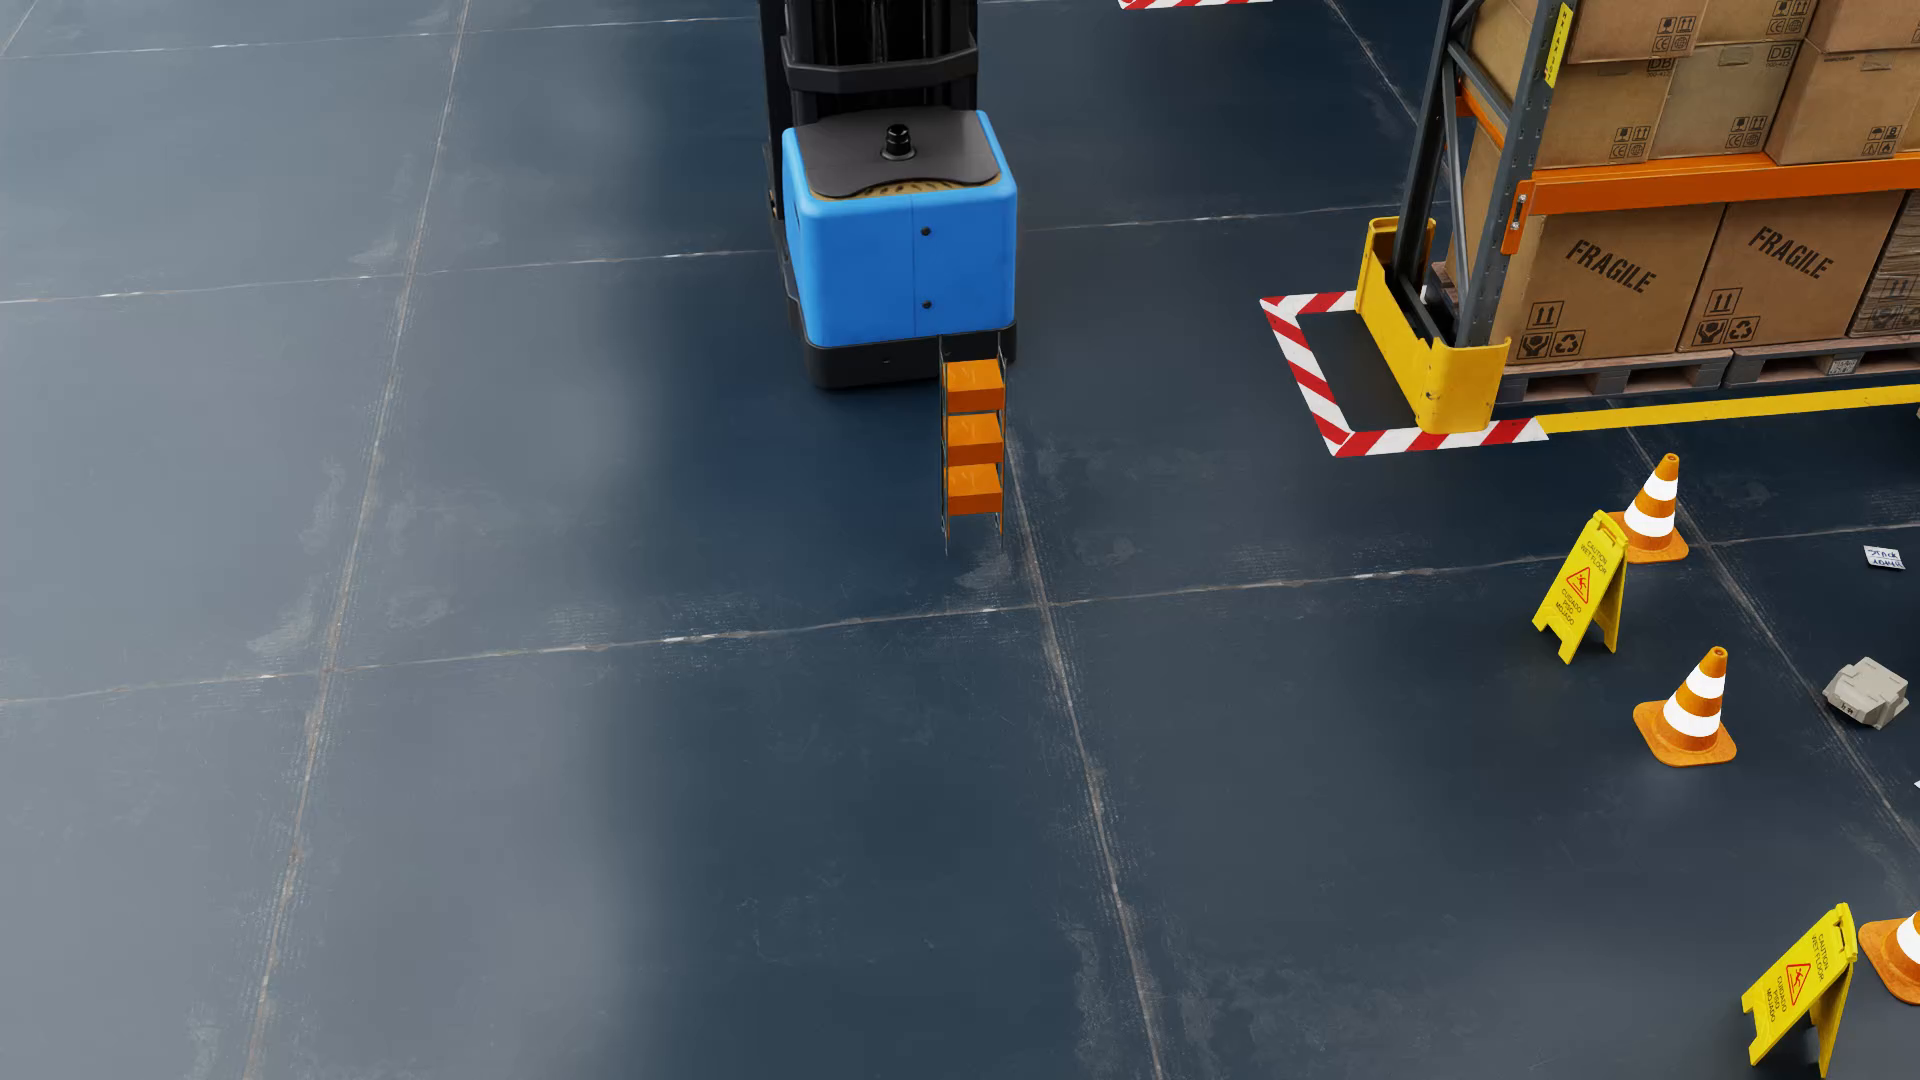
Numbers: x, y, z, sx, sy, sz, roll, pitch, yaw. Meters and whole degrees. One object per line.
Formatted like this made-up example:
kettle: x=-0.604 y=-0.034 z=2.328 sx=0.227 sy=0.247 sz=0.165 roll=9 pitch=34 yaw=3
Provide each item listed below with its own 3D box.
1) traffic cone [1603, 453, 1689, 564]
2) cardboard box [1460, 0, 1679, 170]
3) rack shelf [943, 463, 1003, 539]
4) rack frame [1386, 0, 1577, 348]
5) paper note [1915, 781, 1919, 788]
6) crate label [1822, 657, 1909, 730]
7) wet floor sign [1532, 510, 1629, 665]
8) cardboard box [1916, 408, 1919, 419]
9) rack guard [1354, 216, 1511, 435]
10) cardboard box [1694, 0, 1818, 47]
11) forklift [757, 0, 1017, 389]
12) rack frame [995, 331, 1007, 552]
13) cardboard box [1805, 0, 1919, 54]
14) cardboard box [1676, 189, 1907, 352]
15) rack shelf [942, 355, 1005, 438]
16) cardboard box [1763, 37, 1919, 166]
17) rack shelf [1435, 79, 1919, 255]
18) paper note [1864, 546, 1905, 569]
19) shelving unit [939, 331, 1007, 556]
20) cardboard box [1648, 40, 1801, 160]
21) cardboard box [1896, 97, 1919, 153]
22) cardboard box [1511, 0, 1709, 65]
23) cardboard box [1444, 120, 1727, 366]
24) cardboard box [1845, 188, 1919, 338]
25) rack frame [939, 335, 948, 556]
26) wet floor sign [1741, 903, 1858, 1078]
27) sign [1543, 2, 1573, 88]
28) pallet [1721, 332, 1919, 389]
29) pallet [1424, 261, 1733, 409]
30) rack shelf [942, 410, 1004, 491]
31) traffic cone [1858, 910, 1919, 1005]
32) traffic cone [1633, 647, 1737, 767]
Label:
traffic cone: x=3.068 y=-0.183 z=7.323 sx=0.334 sy=0.463 sz=0.336 roll=-5 pitch=42 yaw=-6
cardboard box: x=2.720 y=-2.140 z=7.486 sx=0.550 sy=0.550 sz=0.875 roll=-5 pitch=42 yaw=-6
rack shelf: x=0.053 y=-0.180 z=7.312 sx=0.240 sy=0.259 sz=0.215 roll=-5 pitch=42 yaw=-6
rack frame: x=2.358 y=-2.022 z=7.467 sx=0.127 sy=3.000 sz=1.000 roll=-5 pitch=42 yaw=-6
paper note: x=3.779 y=0.955 z=6.383 sx=0.142 sy=0.019 sz=0.148 roll=-19 pitch=45 yaw=-20
crate label: x=3.649 y=0.609 z=6.688 sx=0.298 sy=0.136 sz=0.250 roll=-27 pitch=49 yaw=-27
wet floor sign: x=2.586 y=0.170 z=6.795 sx=0.232 sy=0.644 sz=0.267 roll=-12 pitch=43 yaw=-13
cardboard box: x=4.918 y=-0.626 z=7.784 sx=0.500 sy=0.500 sz=0.500 roll=2 pitch=42 yaw=2
rack guard: x=2.334 y=-1.092 z=8.302 sx=0.348 sy=0.500 sz=1.175 roll=-5 pitch=42 yaw=-6
cardboard box: x=3.264 y=-2.594 z=7.183 sx=0.550 sy=0.550 sz=0.875 roll=-5 pitch=42 yaw=-6
forklift: x=-0.500 y=-2.829 z=8.414 sx=1.130 sy=2.935 sz=3.031 roll=-7 pitch=43 yaw=-8
rack frame: x=0.174 y=-0.405 z=7.130 sx=0.008 sy=1.050 sz=0.200 roll=-5 pitch=42 yaw=-6
cardboard box: x=3.837 y=-2.553 z=7.137 sx=0.550 sy=0.550 sz=0.875 roll=-5 pitch=42 yaw=-6
cardboard box: x=3.894 y=-1.570 z=8.238 sx=0.875 sy=0.875 sz=0.875 roll=-6 pitch=42 yaw=-6
rack shelf: x=0.053 y=-0.597 z=6.936 sx=0.240 sy=0.259 sz=0.215 roll=-5 pitch=42 yaw=-6
cardboard box: x=3.834 y=-2.167 z=7.517 sx=0.550 sy=0.550 sz=0.875 roll=-5 pitch=42 yaw=-6
rack shelf: x=4.341 y=-1.929 z=7.901 sx=4.000 sy=0.370 sz=1.077 roll=-5 pitch=42 yaw=-6
paper note: x=4.091 y=0.076 z=7.359 sx=0.142 sy=0.017 sz=0.144 roll=8 pitch=43 yaw=9
shelving unit: x=0.053 y=-0.394 z=7.119 sx=0.252 sy=1.050 sz=0.215 roll=-5 pitch=42 yaw=-6
cardboard box: x=3.262 y=-2.202 z=7.555 sx=0.550 sy=0.550 sz=0.875 roll=-5 pitch=42 yaw=-6
cardboard box: x=4.354 y=-2.241 z=7.598 sx=0.500 sy=0.550 sz=0.875 roll=-5 pitch=42 yaw=-6
cardboard box: x=2.730 y=-2.485 z=7.063 sx=0.550 sy=0.550 sz=0.875 roll=-5 pitch=42 yaw=-6
cardboard box: x=3.021 y=-1.492 z=8.152 sx=0.875 sy=0.875 sz=0.875 roll=-5 pitch=42 yaw=-5
cardboard box: x=4.798 y=-1.647 z=8.325 sx=0.875 sy=0.875 sz=0.875 roll=-5 pitch=42 yaw=-5
rack frame: x=-0.068 y=-0.384 z=7.107 sx=0.008 sy=1.050 sz=0.200 roll=-5 pitch=42 yaw=-6
wet floor sign: x=2.772 y=1.437 z=5.390 sx=0.232 sy=0.644 sz=0.267 roll=8 pitch=43 yaw=9
sign: x=2.424 y=-2.004 z=6.742 sx=0.005 sy=0.325 sz=0.100 roll=-5 pitch=42 yaw=-6
pallet: x=4.347 y=-1.212 z=8.651 sx=1.213 sy=0.211 sz=1.003 roll=-5 pitch=42 yaw=-6
pallet: x=3.140 y=-1.108 z=8.536 sx=1.213 sy=0.211 sz=1.003 roll=-5 pitch=42 yaw=-6
rack shelf: x=0.053 y=-0.387 z=7.126 sx=0.240 sy=0.259 sz=0.215 roll=-5 pitch=42 yaw=-6
traffic cone: x=3.359 y=1.305 z=5.673 sx=0.334 sy=0.463 sz=0.336 roll=-5 pitch=42 yaw=-6
traffic cone: x=2.878 y=0.597 z=6.458 sx=0.334 sy=0.463 sz=0.336 roll=-5 pitch=42 yaw=-6
